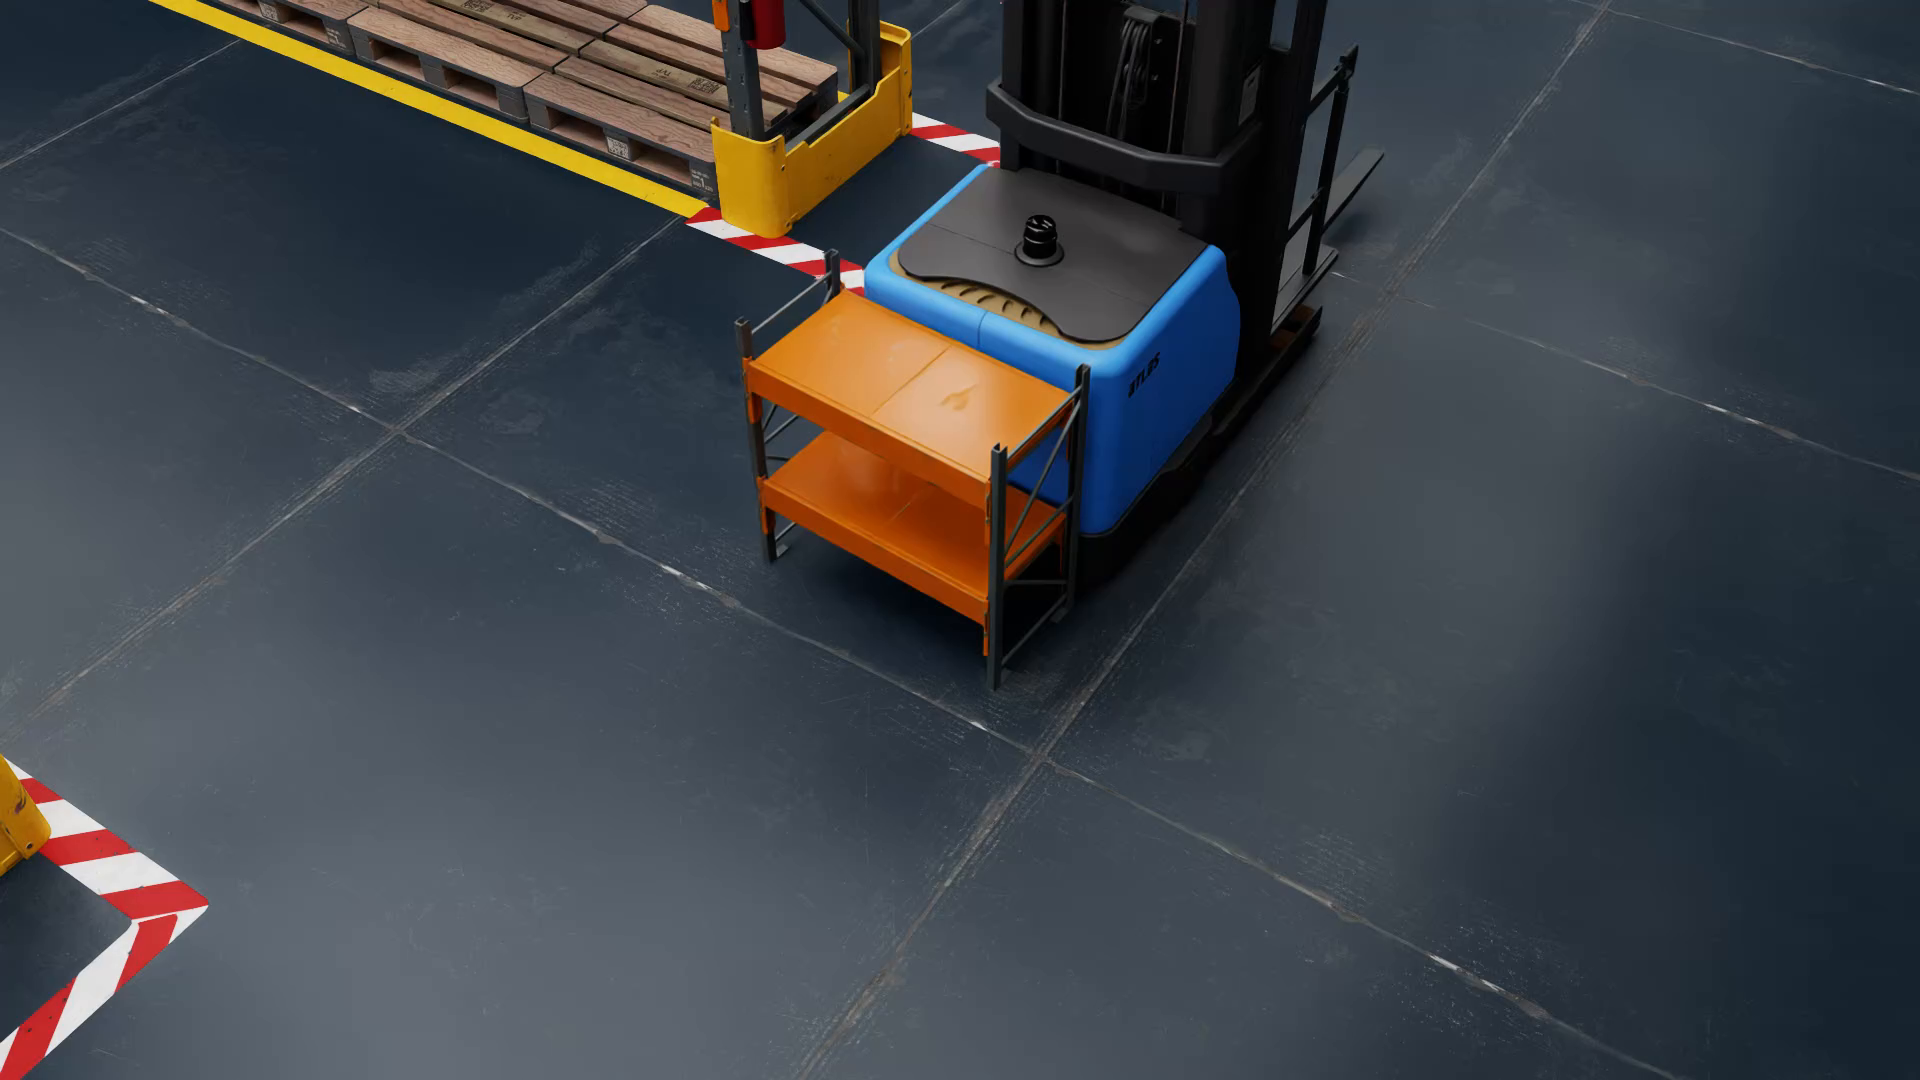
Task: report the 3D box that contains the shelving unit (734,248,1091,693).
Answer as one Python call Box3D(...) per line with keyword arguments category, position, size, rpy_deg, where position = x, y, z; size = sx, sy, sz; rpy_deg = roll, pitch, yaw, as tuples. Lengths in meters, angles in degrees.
Box3D(category="shelving unit", position=(-0.159, -0.231, 5.691), size=(1.048, 1.125, 0.538), rpy_deg=(28, 52, 24))

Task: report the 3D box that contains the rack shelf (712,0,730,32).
Box3D(category="rack shelf", position=(-2.379, -3.345, 7.910), size=(4.000, 0.370, 1.077), rpy_deg=(25, 51, 22))

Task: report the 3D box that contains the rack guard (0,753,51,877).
Box3D(category="rack guard", position=(-3.349, 1.049, 4.882), size=(0.348, 0.500, 1.175), rpy_deg=(25, 51, 22))

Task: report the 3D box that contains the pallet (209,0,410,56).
Box3D(category="pallet", position=(-3.423, -3.137, 9.151), size=(1.213, 0.211, 1.003), rpy_deg=(25, 51, 22))

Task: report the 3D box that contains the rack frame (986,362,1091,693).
Box3D(category="rack frame", position=(0.251, -0.016, 5.481), size=(0.032, 1.125, 0.500), rpy_deg=(28, 52, 24))

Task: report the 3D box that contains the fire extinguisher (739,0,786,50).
Box3D(category="fire extinguisher", position=(-0.814, -2.332, 6.738), size=(0.183, 0.674, 0.296), rpy_deg=(25, 51, 22))

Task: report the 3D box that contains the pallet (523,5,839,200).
Box3D(category="pallet", position=(-1.369, -2.192, 8.233), size=(1.213, 0.211, 1.003), rpy_deg=(25, 51, 22))

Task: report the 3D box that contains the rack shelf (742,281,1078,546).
Box3D(category="rack shelf", position=(-0.159, -0.435, 5.481), size=(1.000, 0.278, 0.538), rpy_deg=(28, 52, 24))

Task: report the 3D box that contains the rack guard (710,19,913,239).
Box3D(category="rack guard", position=(-0.669, -1.949, 7.795), size=(0.348, 0.500, 1.175), rpy_deg=(25, 51, 22))

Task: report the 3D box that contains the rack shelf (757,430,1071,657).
Box3D(category="rack shelf", position=(-0.159, -0.061, 5.866), size=(1.000, 0.278, 0.538), rpy_deg=(28, 52, 24))

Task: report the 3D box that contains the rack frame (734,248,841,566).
Box3D(category="rack frame", position=(-0.569, -0.447, 5.900), size=(0.032, 1.125, 0.500), rpy_deg=(28, 52, 24))

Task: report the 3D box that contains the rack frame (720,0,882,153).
Box3D(category="rack frame", position=(-0.696, -2.821, 6.900), size=(0.127, 3.000, 1.000), rpy_deg=(25, 51, 22))

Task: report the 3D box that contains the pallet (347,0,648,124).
Box3D(category="pallet", position=(-2.392, -2.665, 8.693), size=(1.213, 0.211, 1.003), rpy_deg=(25, 51, 22))

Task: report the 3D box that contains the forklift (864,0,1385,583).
Box3D(category="forklift", position=(0.872, -1.903, 6.055), size=(1.130, 2.935, 3.031), rpy_deg=(25, 51, 22))
